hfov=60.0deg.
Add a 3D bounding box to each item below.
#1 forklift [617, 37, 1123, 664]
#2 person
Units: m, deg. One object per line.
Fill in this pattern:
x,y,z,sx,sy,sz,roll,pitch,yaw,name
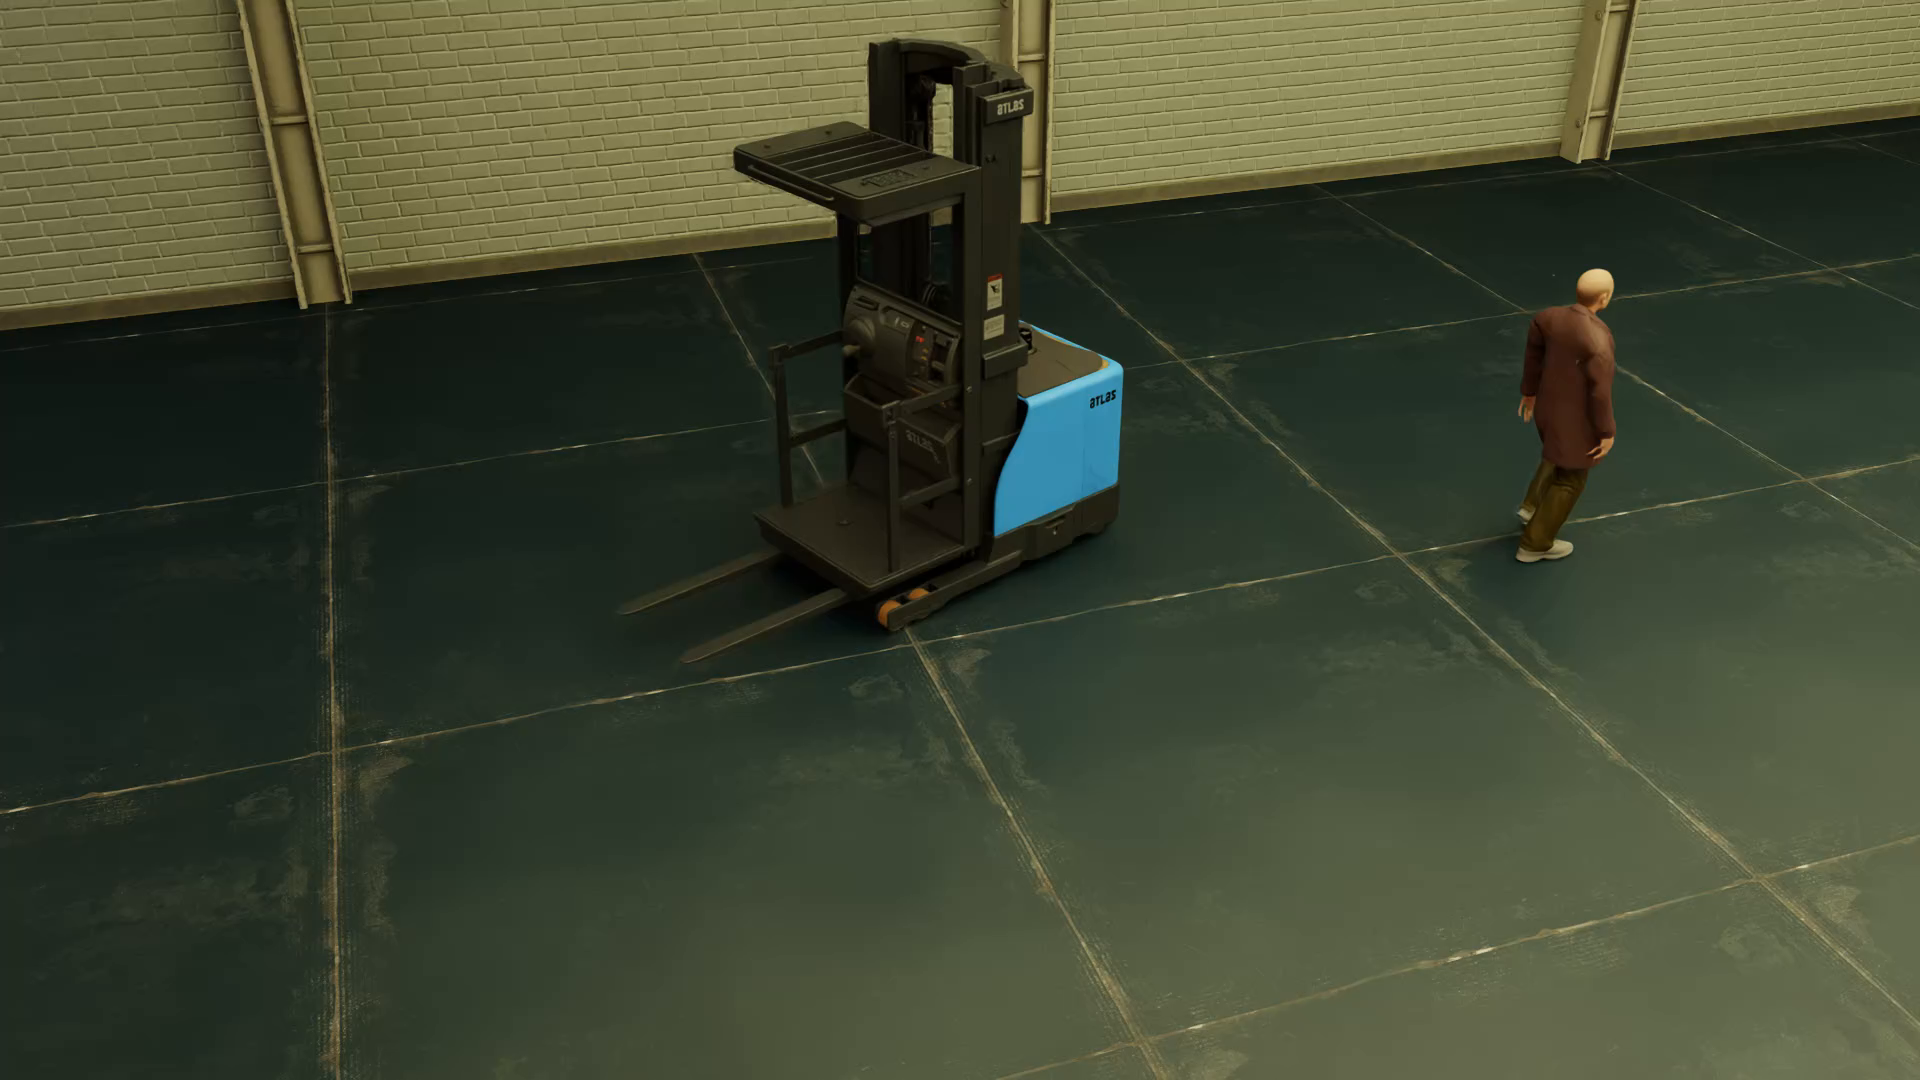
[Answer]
-0.480,-1.064,8.937,3.031,2.935,1.130,-23,37,-34,forklift
3.498,-0.700,9.530,0.529,1.807,0.709,-12,32,-19,person
